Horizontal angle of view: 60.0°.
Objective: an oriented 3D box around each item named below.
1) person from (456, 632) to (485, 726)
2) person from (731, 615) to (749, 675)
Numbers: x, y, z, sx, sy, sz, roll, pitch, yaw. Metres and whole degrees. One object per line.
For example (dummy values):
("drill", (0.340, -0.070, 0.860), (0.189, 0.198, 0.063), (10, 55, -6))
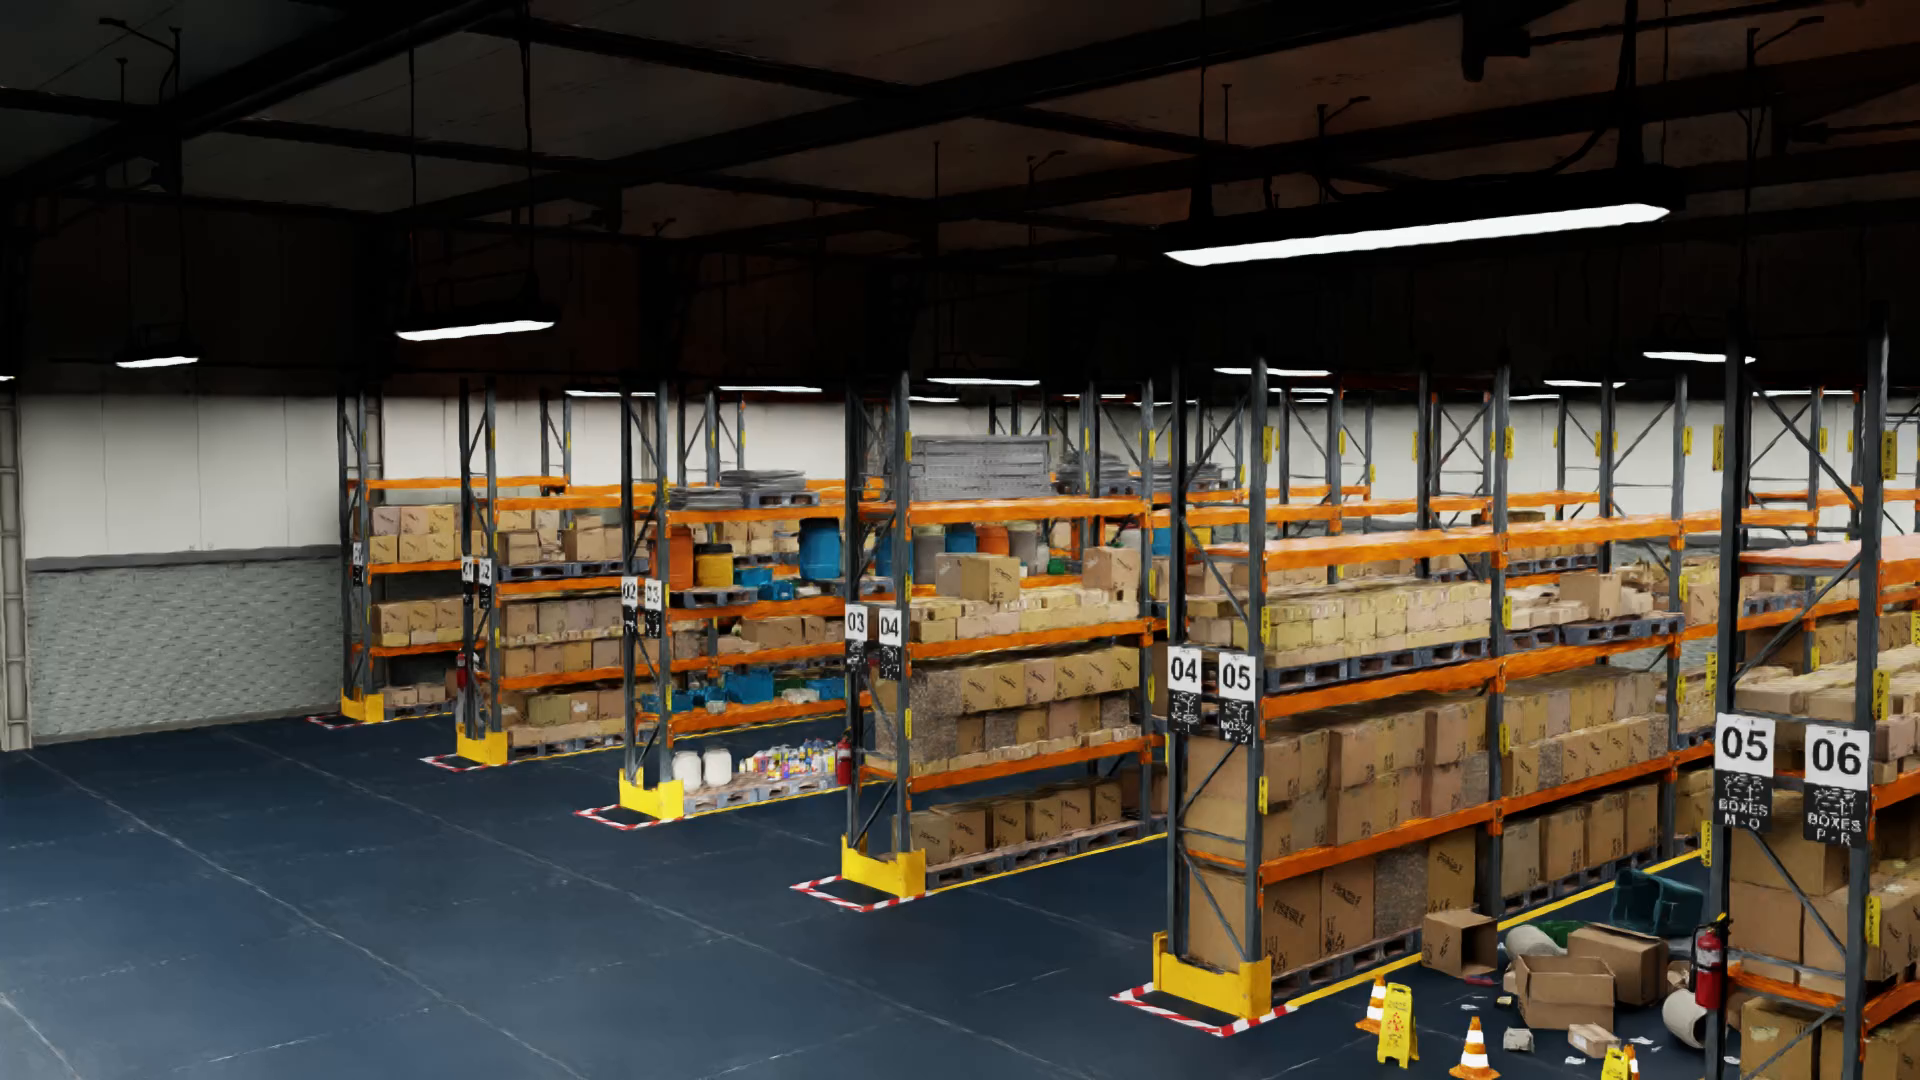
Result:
("person", (-8.481, 2.424, 28.784), (0.437, 1.684, 0.553), (1, 4, 19))
("person", (-4.232, 2.199, 32.241), (0.441, 1.675, 0.498), (1, 4, 19))
